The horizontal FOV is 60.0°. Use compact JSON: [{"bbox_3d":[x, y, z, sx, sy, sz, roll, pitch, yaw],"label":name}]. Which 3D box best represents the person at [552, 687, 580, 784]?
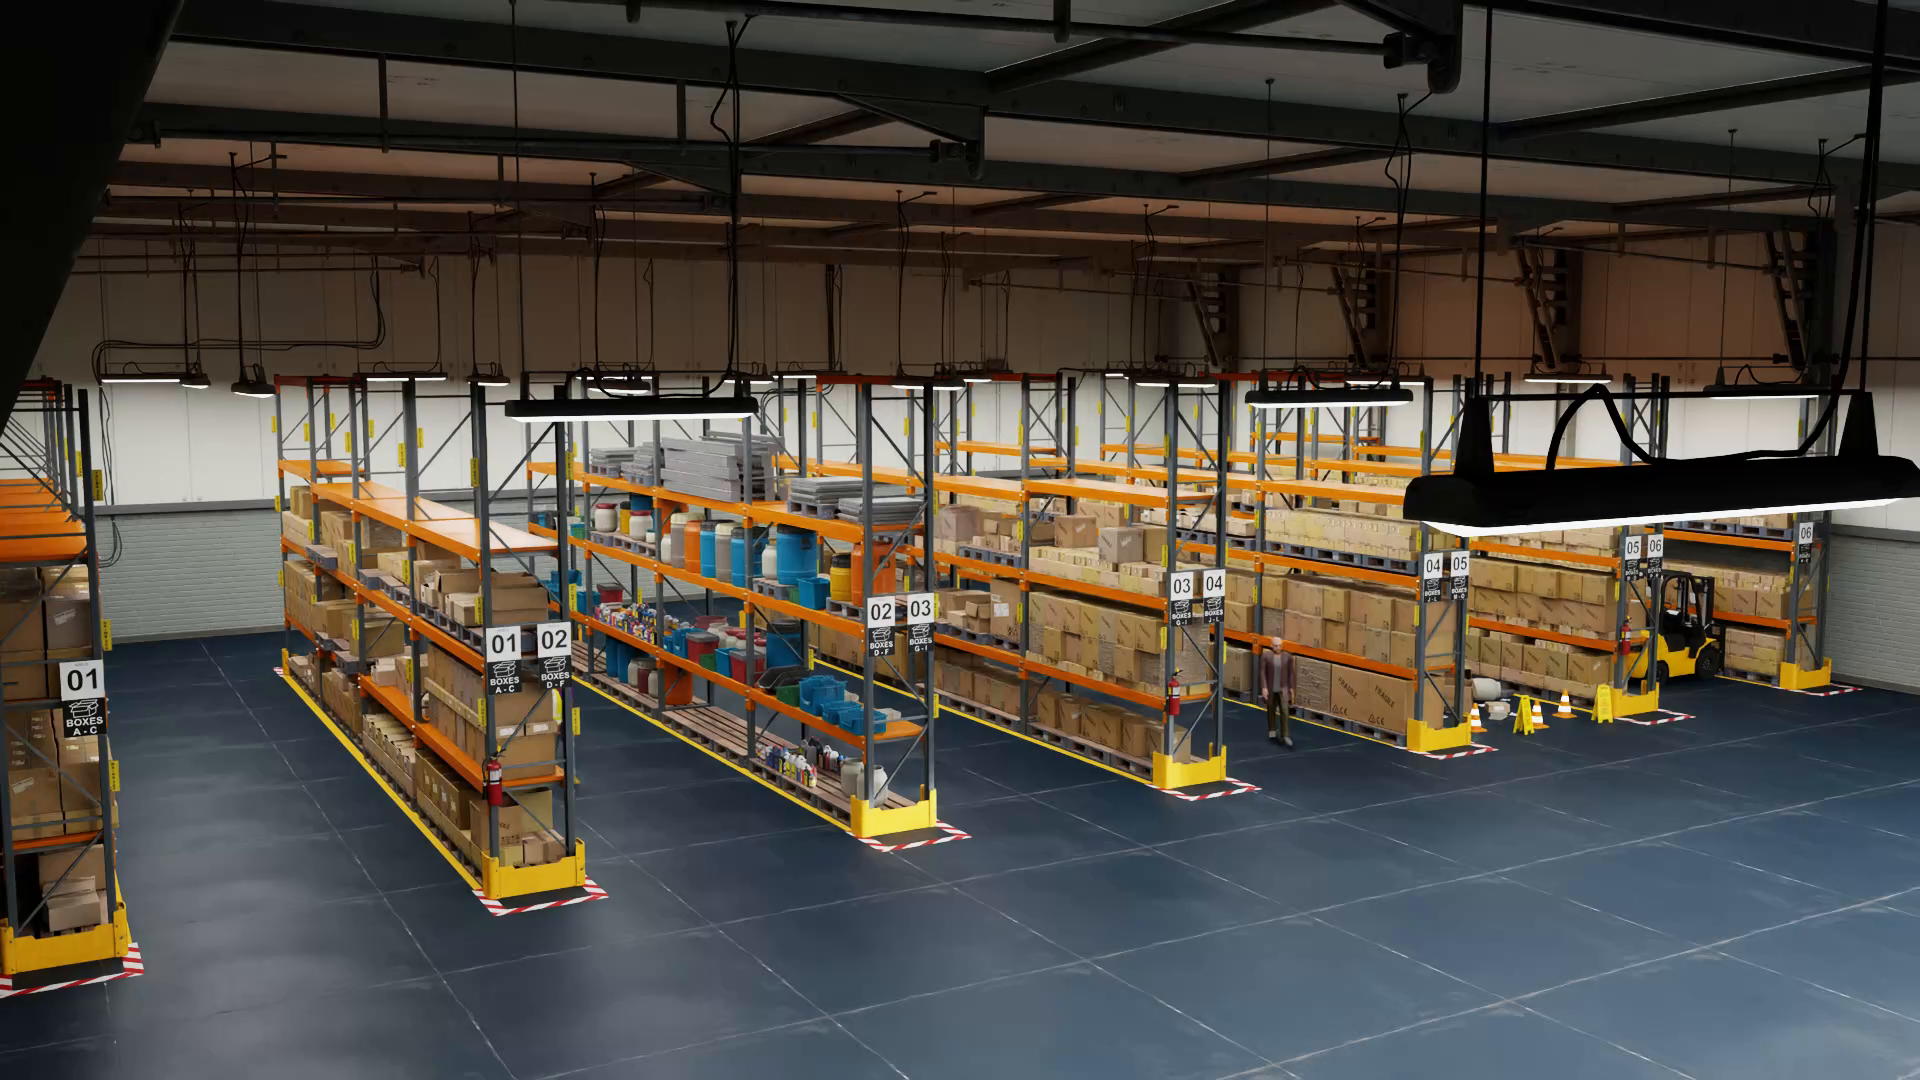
[{"bbox_3d":[-5.963,2.745,24.884,0.562,1.708,0.974,-5,8,-39],"label":"person"}]

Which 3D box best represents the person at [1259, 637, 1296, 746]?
[{"bbox_3d":[5.210,2.457,27.315,0.611,1.735,1.062,1,6,10],"label":"person"}]

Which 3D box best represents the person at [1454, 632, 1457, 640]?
[{"bbox_3d":[10.601,1.544,35.744,0.517,1.777,0.574,-5,8,-39],"label":"person"}]
